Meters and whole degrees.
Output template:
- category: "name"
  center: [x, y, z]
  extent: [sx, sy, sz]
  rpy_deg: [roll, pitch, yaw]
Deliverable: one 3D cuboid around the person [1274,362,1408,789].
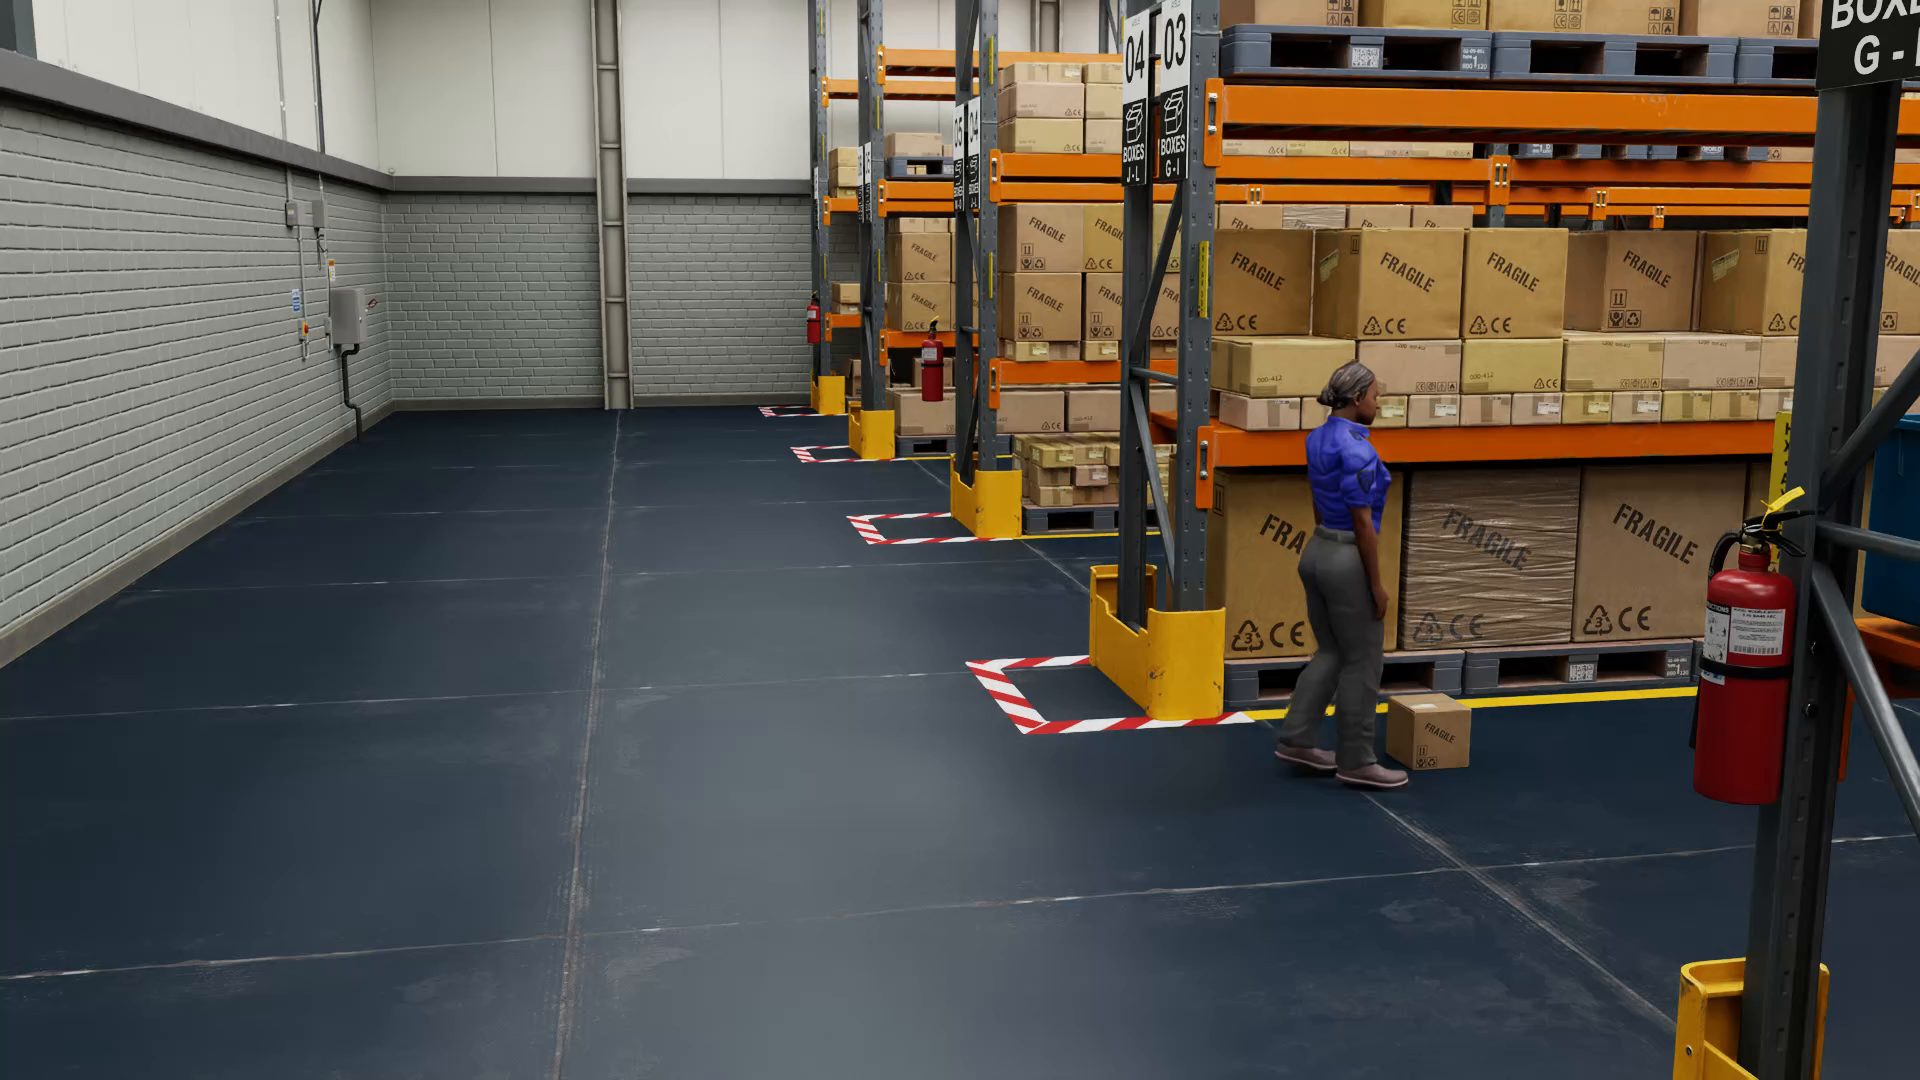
- category: "person"
  center: [1.525, 0.135, 6.563]
  extent: [0.465, 1.671, 0.461]
  rpy_deg: [-2, 10, -13]
